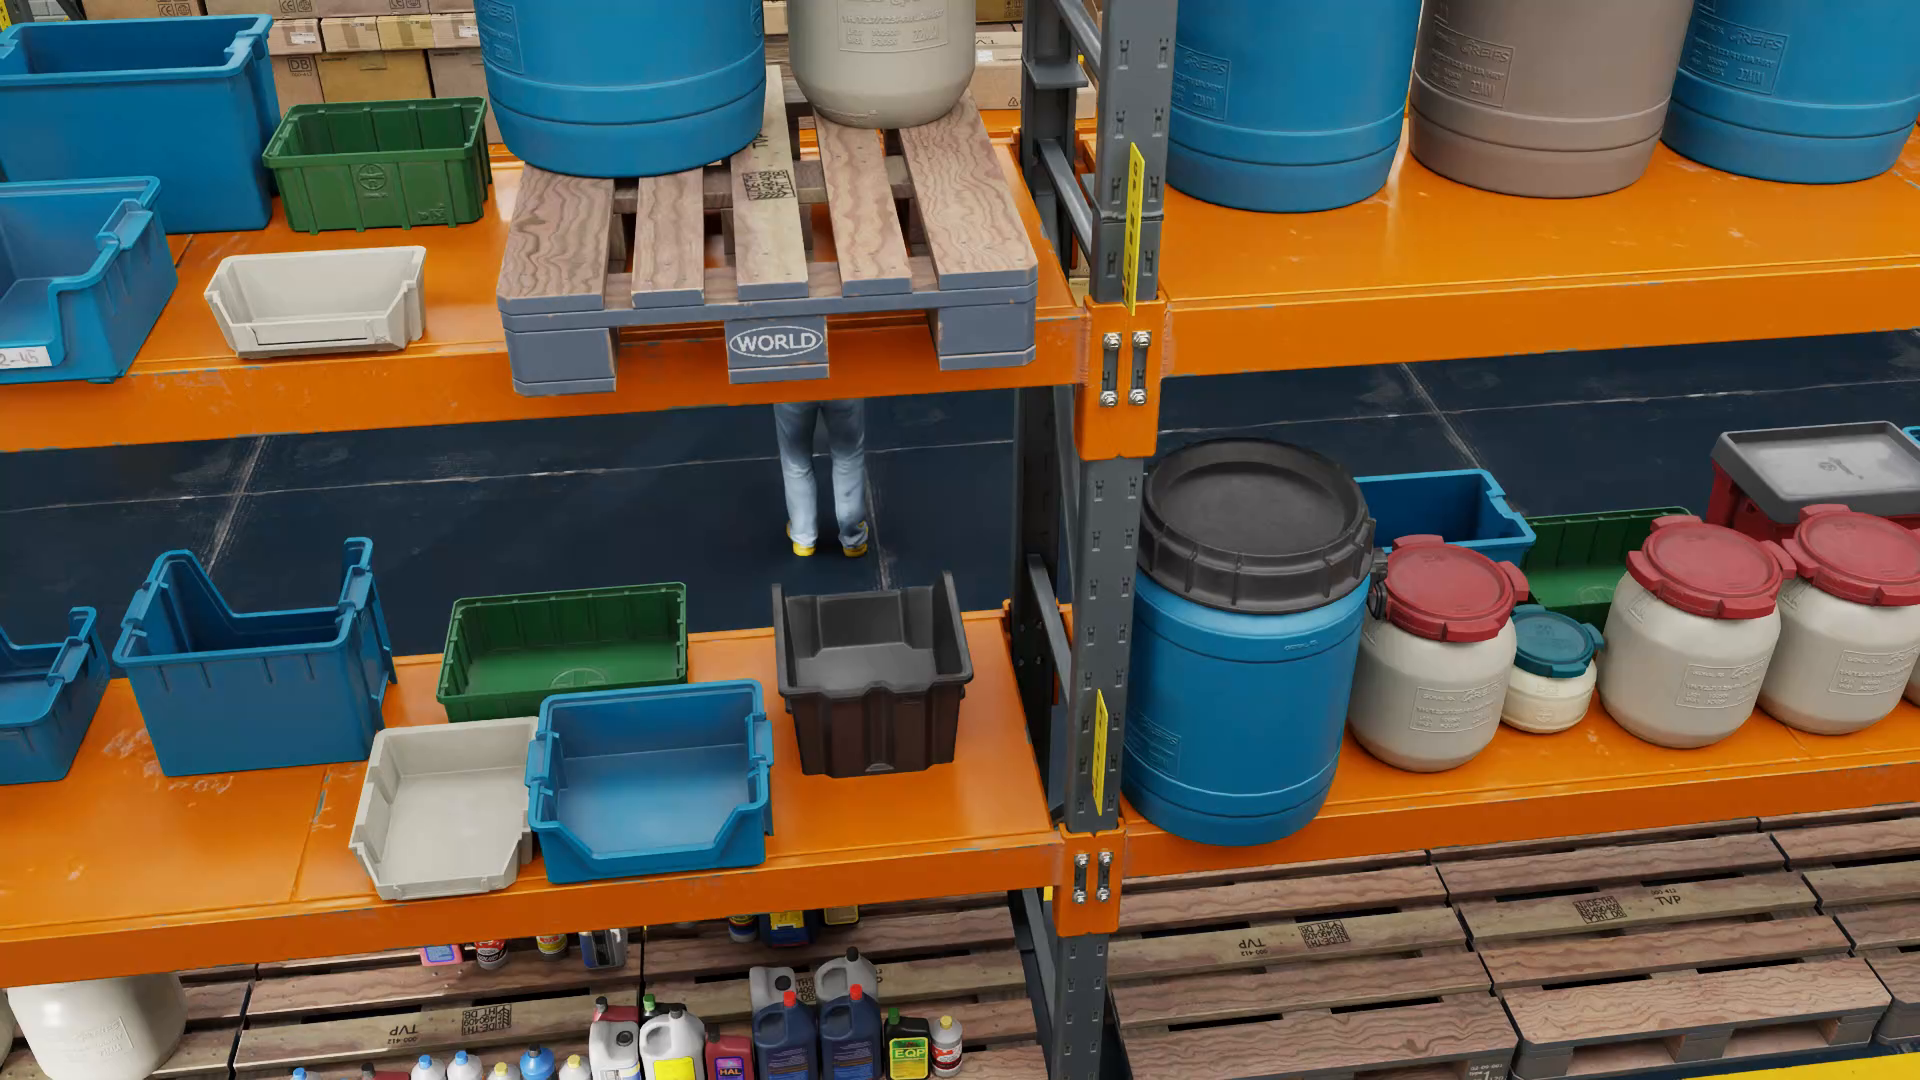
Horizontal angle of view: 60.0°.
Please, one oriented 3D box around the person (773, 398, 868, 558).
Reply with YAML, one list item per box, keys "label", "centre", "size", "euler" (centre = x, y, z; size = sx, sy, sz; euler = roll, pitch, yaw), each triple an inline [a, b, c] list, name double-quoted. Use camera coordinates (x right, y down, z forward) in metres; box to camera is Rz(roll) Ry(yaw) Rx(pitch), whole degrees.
- label: "person"
  centre: [-0.640, -0.746, 7.206]
  size: [0.505, 1.763, 0.559]
  euler: [-4, 35, -6]
